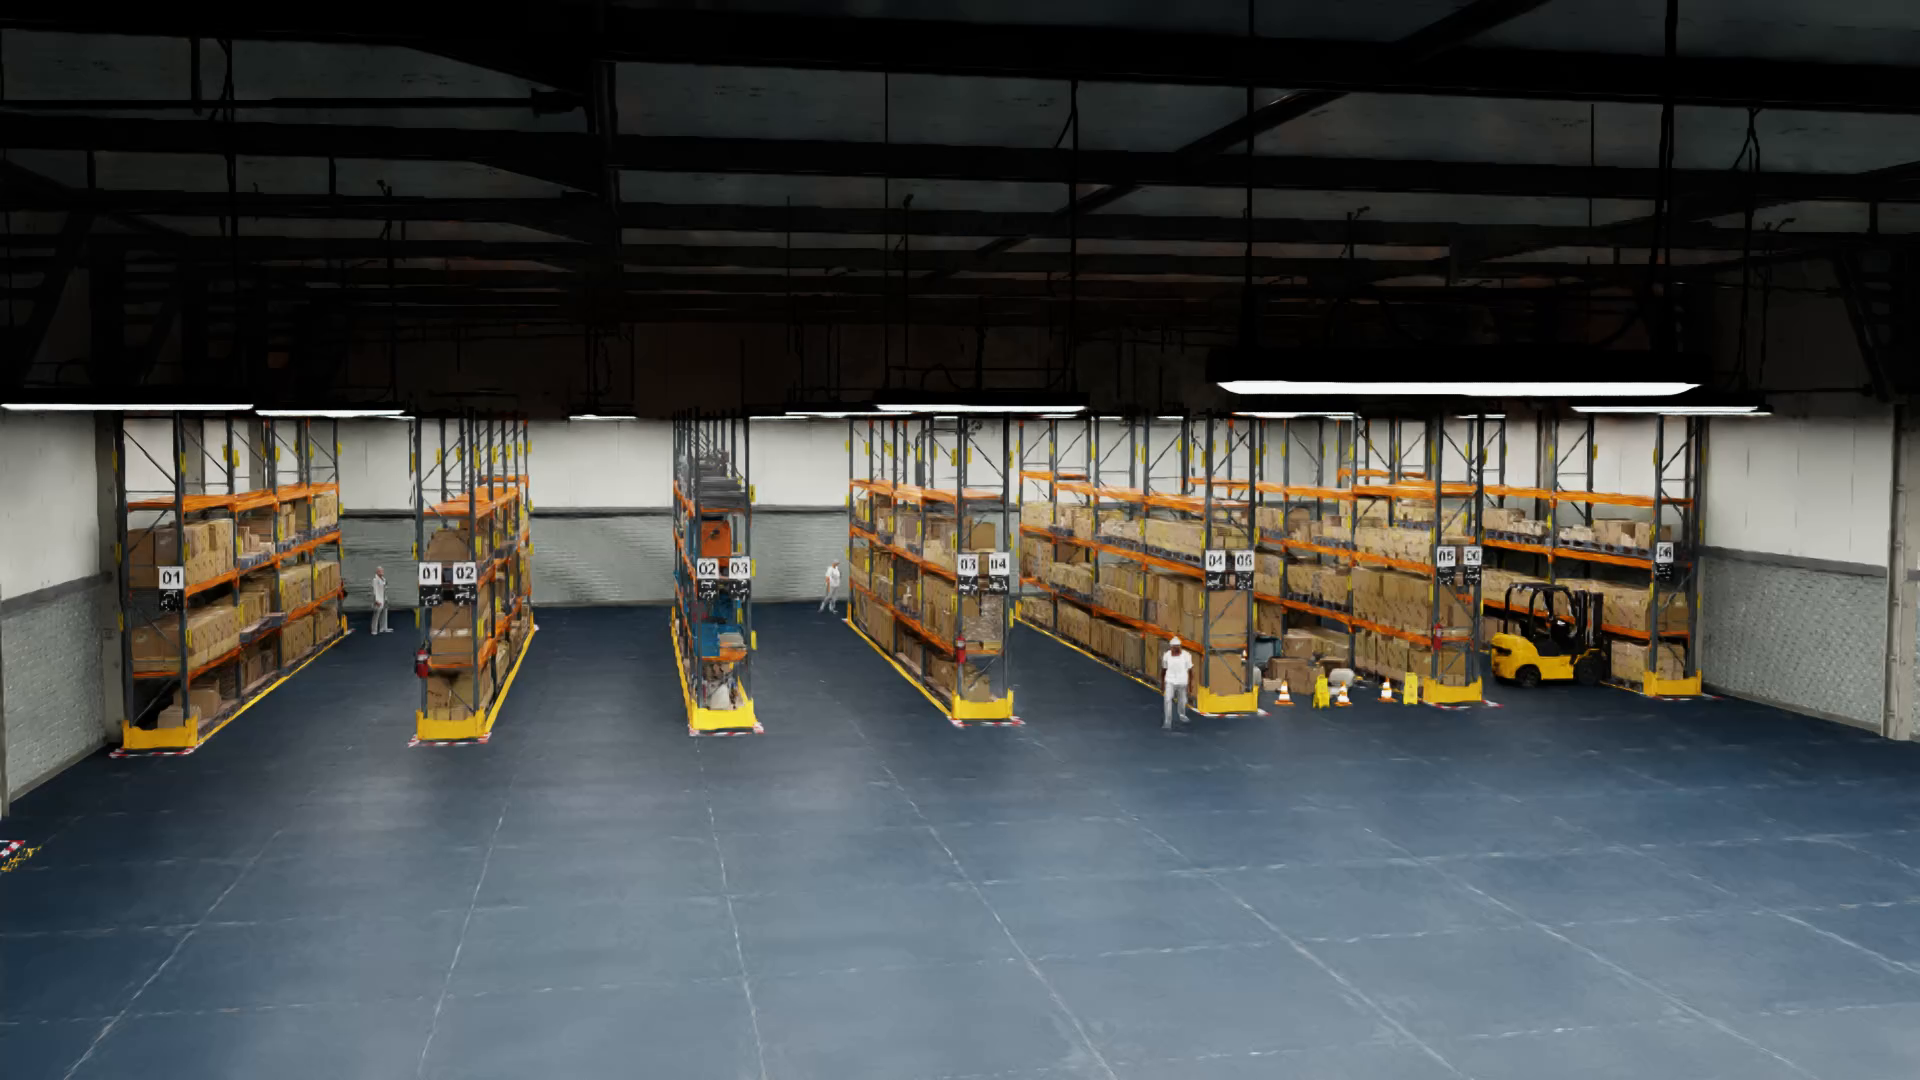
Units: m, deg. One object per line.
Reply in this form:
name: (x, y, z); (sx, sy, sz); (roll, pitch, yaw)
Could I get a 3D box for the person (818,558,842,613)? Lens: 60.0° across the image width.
person: (-3.891, 1.371, 49.618); (0.536, 1.656, 0.673); (3, 5, 38)

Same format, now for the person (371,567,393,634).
person: (-15.675, 1.619, 44.977); (0.462, 1.785, 0.675); (0, 4, 7)

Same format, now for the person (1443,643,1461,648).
person: (11.137, 2.200, 37.631); (0.421, 1.677, 0.502); (-4, 6, -43)

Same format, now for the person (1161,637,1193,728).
person: (4.066, 2.656, 31.211); (0.615, 1.716, 0.973); (1, 4, 10)
